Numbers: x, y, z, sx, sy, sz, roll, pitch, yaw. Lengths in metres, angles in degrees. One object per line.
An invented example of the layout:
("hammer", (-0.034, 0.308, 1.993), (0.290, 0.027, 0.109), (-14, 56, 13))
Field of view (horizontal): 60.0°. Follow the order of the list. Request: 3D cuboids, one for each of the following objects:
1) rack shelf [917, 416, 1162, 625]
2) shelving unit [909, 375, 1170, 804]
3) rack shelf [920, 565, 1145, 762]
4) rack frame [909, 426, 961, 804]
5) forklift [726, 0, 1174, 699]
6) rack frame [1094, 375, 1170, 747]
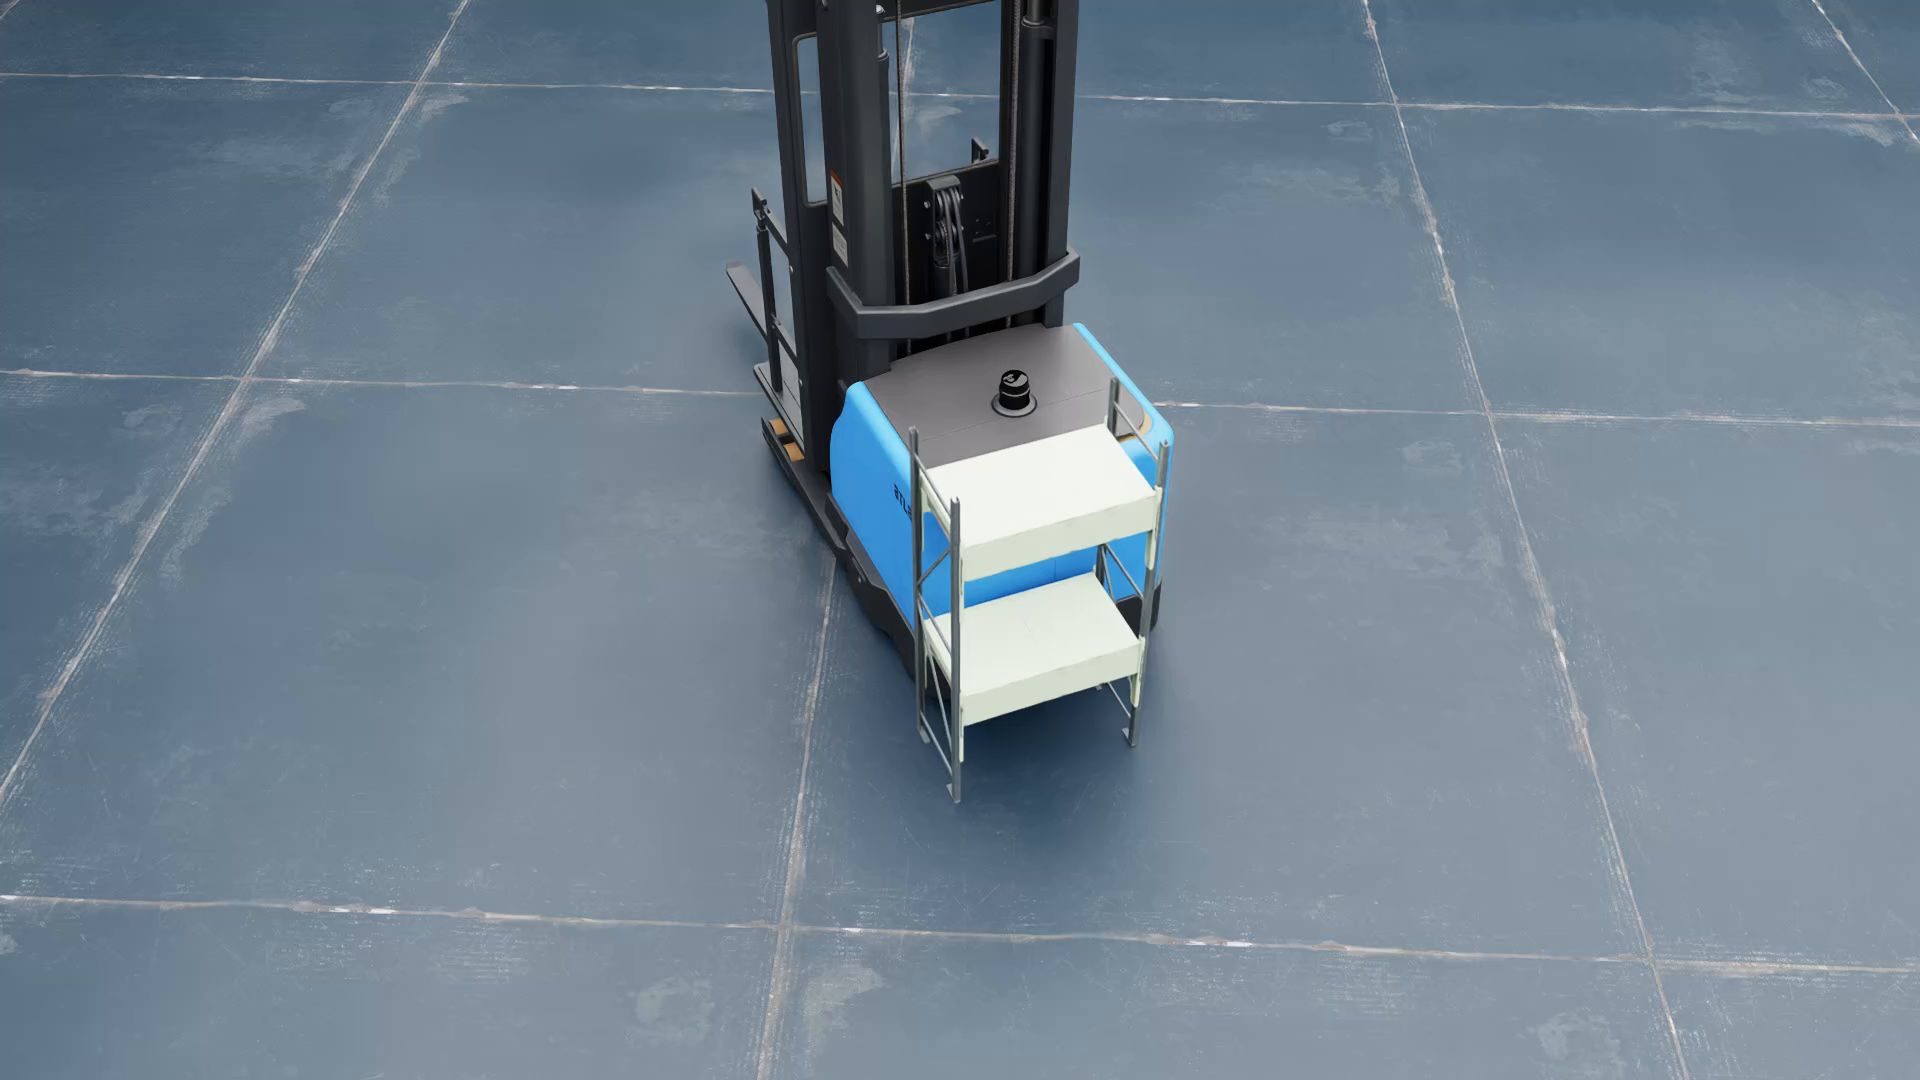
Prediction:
("rack shelf", (0.257, -0.074, 5.656), (0.720, 0.370, 0.431), (-15, 45, -16))
("shelving unit", (0.257, 0.212, 5.922), (0.755, 1.500, 0.431), (-15, 45, -16))
("rack shelf", (0.257, 0.450, 6.145), (0.720, 0.370, 0.431), (-15, 45, -16))
("rack frame", (-0.083, 0.305, 5.822), (0.023, 1.500, 0.400), (-15, 45, -16))
("forklift", (-0.258, -1.463, 6.670), (1.130, 2.935, 3.031), (-17, 46, -18))
("rack frame", (0.596, 0.118, 6.023), (0.023, 1.500, 0.400), (-15, 45, -16))
